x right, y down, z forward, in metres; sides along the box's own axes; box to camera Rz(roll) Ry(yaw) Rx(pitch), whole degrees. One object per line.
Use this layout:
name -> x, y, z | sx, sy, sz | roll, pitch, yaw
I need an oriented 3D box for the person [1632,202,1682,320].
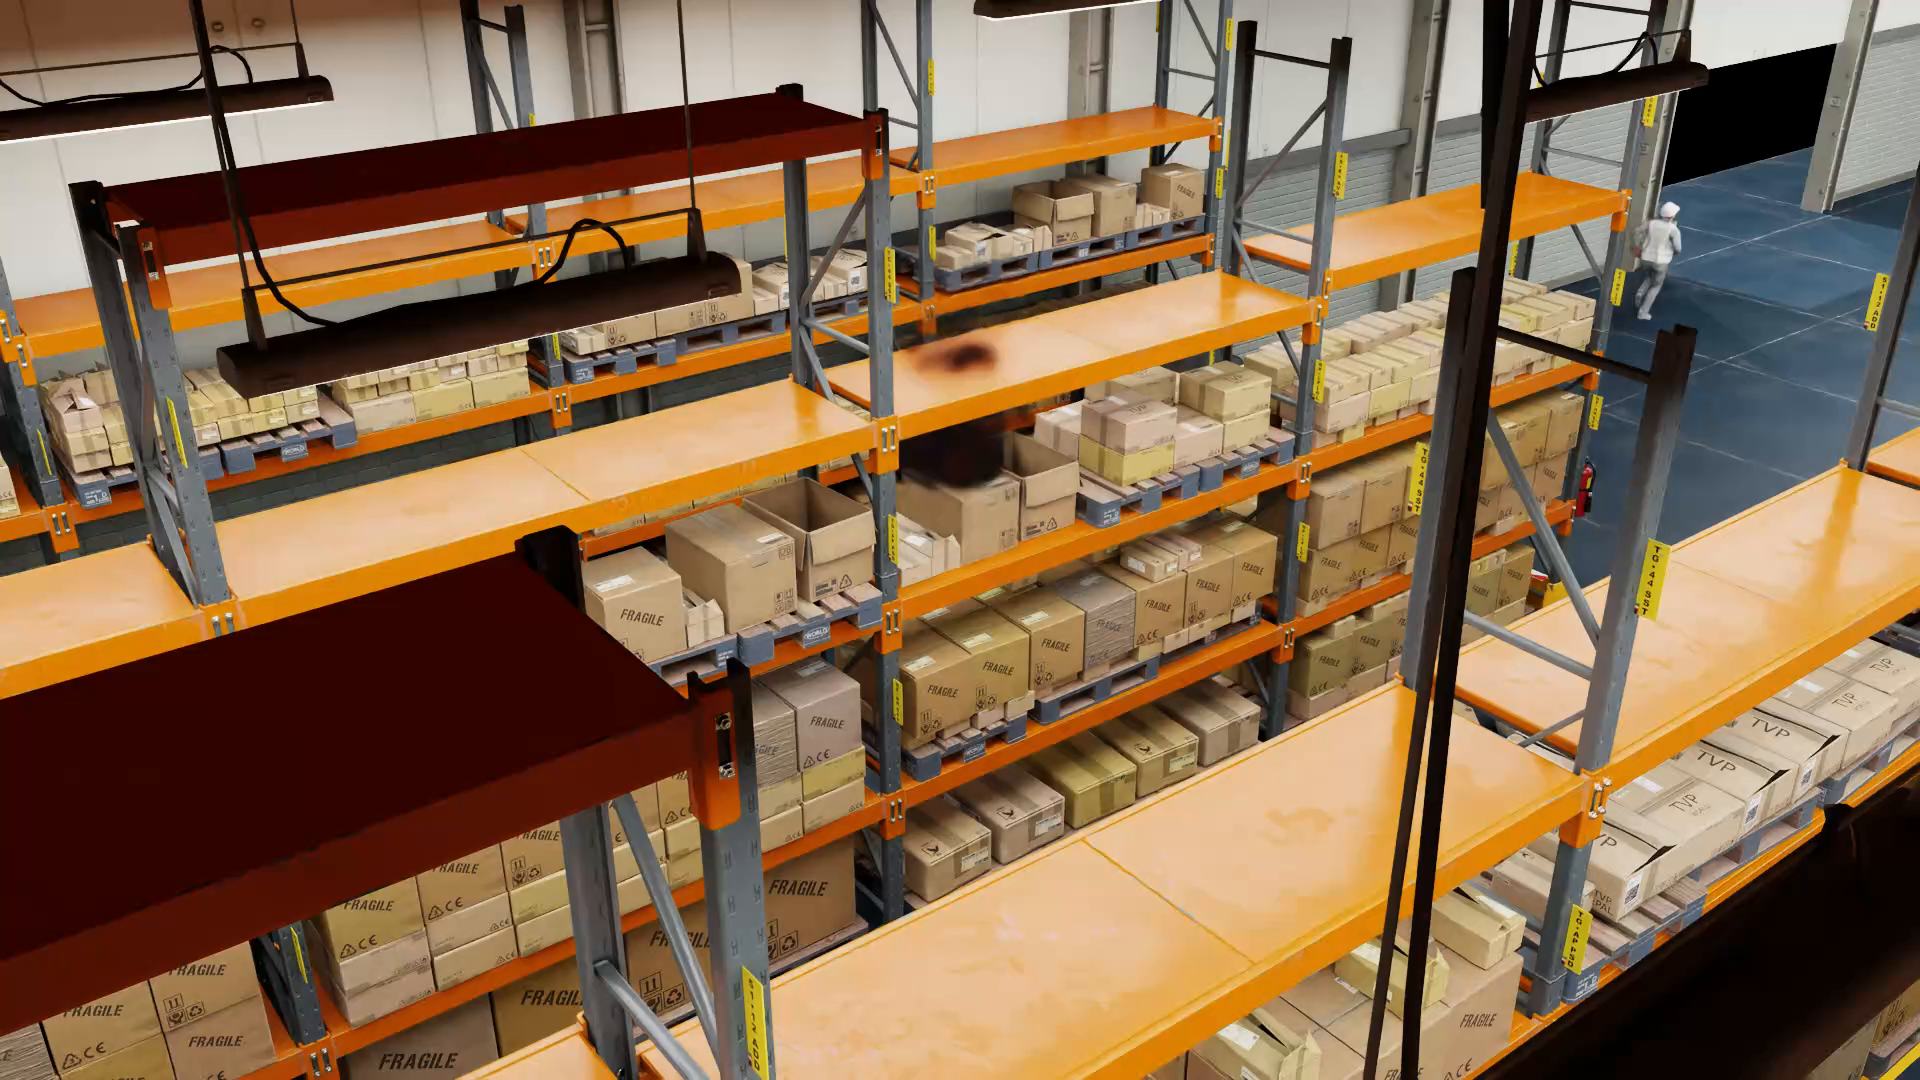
person -> 10.330, -4.167, 24.662 | 0.703, 1.734, 0.682 | -19, 32, -34
